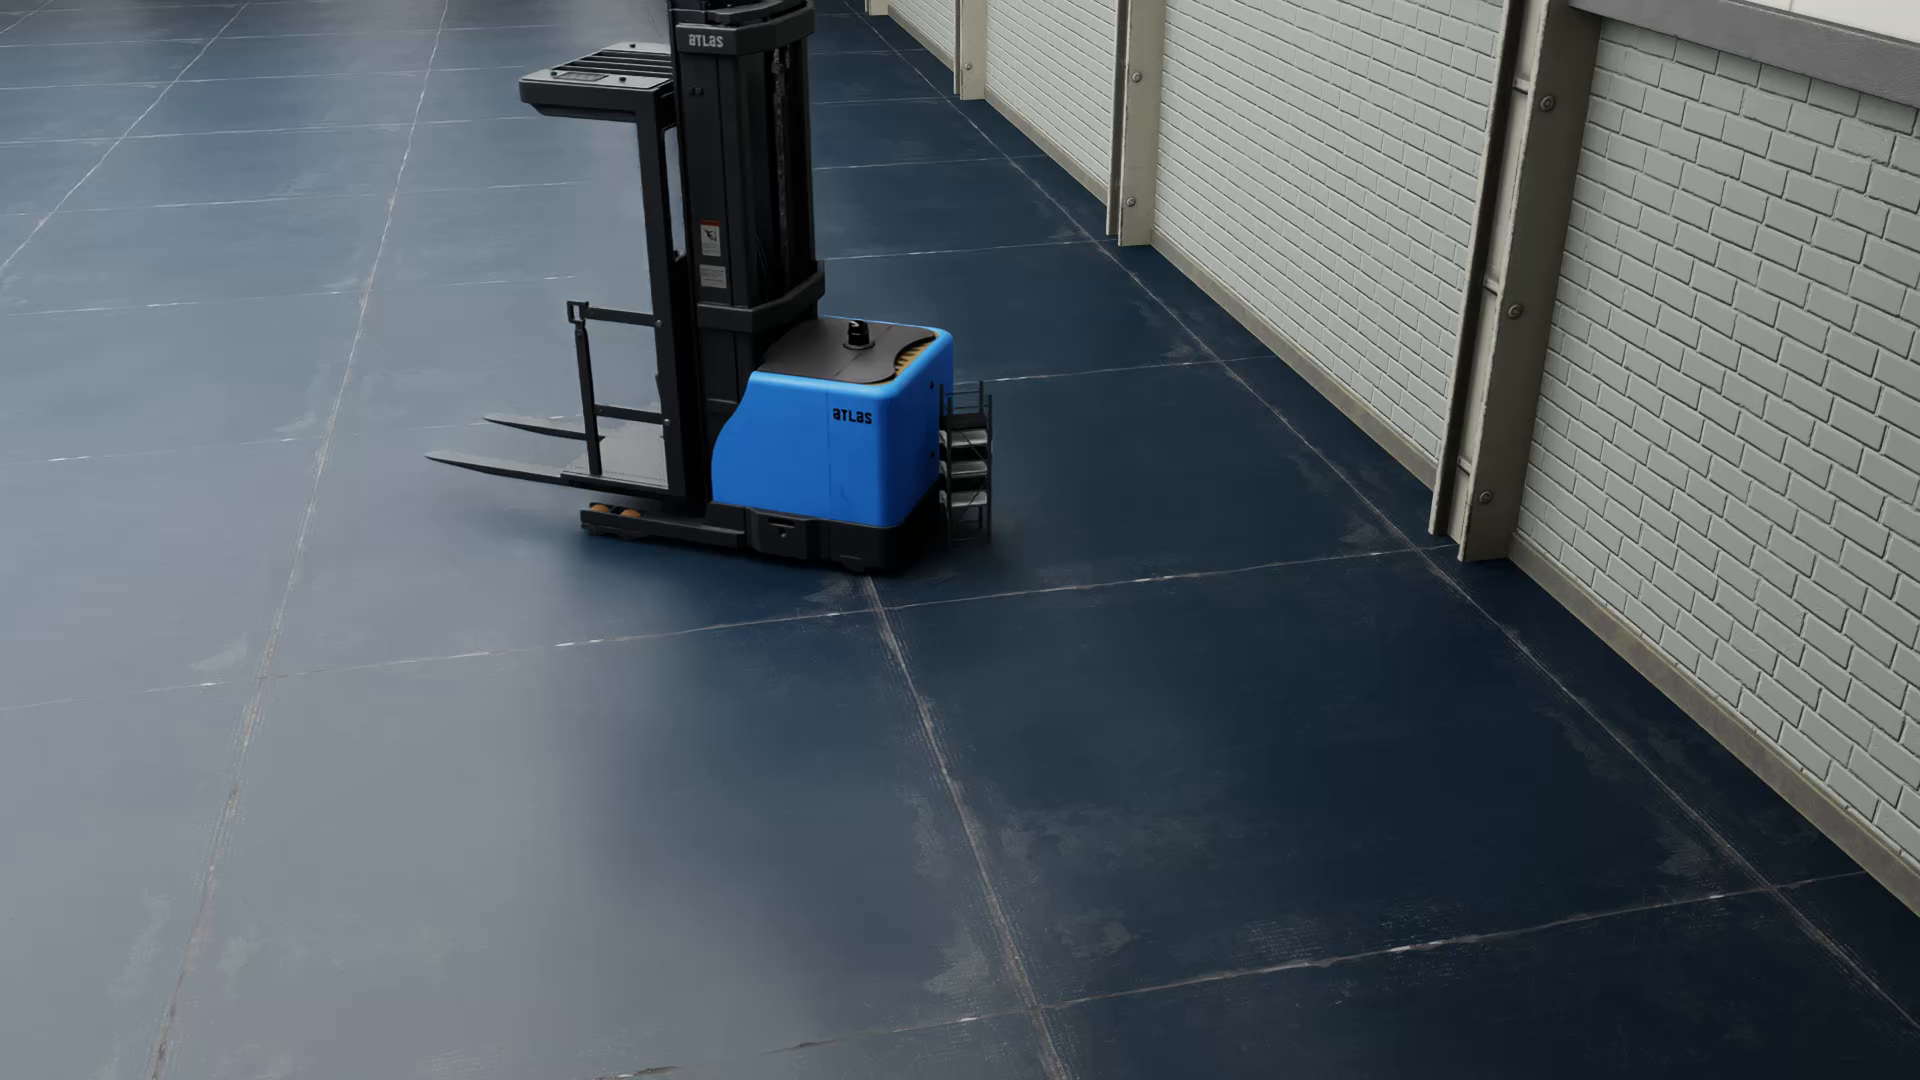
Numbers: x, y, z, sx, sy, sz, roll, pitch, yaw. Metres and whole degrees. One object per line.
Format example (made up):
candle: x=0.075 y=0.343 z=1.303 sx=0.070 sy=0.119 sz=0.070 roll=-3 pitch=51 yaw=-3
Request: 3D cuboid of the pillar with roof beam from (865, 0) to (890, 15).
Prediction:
pillar with roof beam: x=-5.425 y=-11.465 z=21.977 sx=9.100 sy=9.000 sz=0.400 roll=-6 pitch=27 yaw=-12

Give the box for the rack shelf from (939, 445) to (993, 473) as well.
rack shelf: x=0.029 y=-0.450 z=9.018 sx=0.258 sy=0.077 sz=0.200 roll=-6 pitch=27 yaw=-11

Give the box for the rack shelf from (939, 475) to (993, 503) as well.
rack shelf: x=0.029 y=-0.290 z=9.099 sx=0.258 sy=0.077 sz=0.200 roll=-6 pitch=27 yaw=-11

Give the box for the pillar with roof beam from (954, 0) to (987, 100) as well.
pillar with roof beam: x=-4.073 y=-8.831 z=16.759 sx=9.100 sy=9.000 sz=0.400 roll=-6 pitch=27 yaw=-12

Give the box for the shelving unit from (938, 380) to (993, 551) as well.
shelving unit: x=0.029 y=-0.400 z=9.043 sx=0.258 sy=0.900 sz=0.210 roll=-6 pitch=27 yaw=-11

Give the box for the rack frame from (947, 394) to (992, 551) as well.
rack frame: x=0.051 y=-0.355 z=8.955 sx=0.240 sy=0.900 sz=0.006 roll=-6 pitch=27 yaw=-11

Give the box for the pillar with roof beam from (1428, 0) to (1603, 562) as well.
pillar with roof beam: x=-1.368 y=-3.563 z=6.321 sx=9.100 sy=9.000 sz=0.400 roll=-6 pitch=27 yaw=-12

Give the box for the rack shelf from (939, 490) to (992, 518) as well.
rack shelf: x=0.029 y=-0.209 z=9.140 sx=0.258 sy=0.077 sz=0.200 roll=-6 pitch=27 yaw=-11

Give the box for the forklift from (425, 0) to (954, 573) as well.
forklift: x=-1.595 y=-1.523 z=9.014 sx=3.031 sy=2.935 sz=1.130 roll=9 pitch=28 yaw=17

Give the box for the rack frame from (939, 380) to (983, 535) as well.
rack frame: x=0.008 y=-0.445 z=9.132 sx=0.240 sy=0.900 sz=0.006 roll=-6 pitch=27 yaw=-11

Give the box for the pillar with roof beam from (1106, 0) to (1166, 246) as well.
pillar with roof beam: x=-2.721 y=-6.197 z=11.540 sx=9.100 sy=9.000 sz=0.400 roll=-6 pitch=27 yaw=-12

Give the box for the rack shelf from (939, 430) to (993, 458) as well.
rack shelf: x=0.029 y=-0.531 z=8.977 sx=0.258 sy=0.077 sz=0.200 roll=-6 pitch=27 yaw=-11

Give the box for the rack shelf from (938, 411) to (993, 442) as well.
rack shelf: x=0.029 y=-0.611 z=8.937 sx=0.258 sy=0.077 sz=0.200 roll=-6 pitch=27 yaw=-11

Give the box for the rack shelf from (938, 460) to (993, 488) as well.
rack shelf: x=0.029 y=-0.370 z=9.058 sx=0.258 sy=0.077 sz=0.200 roll=-6 pitch=27 yaw=-11
